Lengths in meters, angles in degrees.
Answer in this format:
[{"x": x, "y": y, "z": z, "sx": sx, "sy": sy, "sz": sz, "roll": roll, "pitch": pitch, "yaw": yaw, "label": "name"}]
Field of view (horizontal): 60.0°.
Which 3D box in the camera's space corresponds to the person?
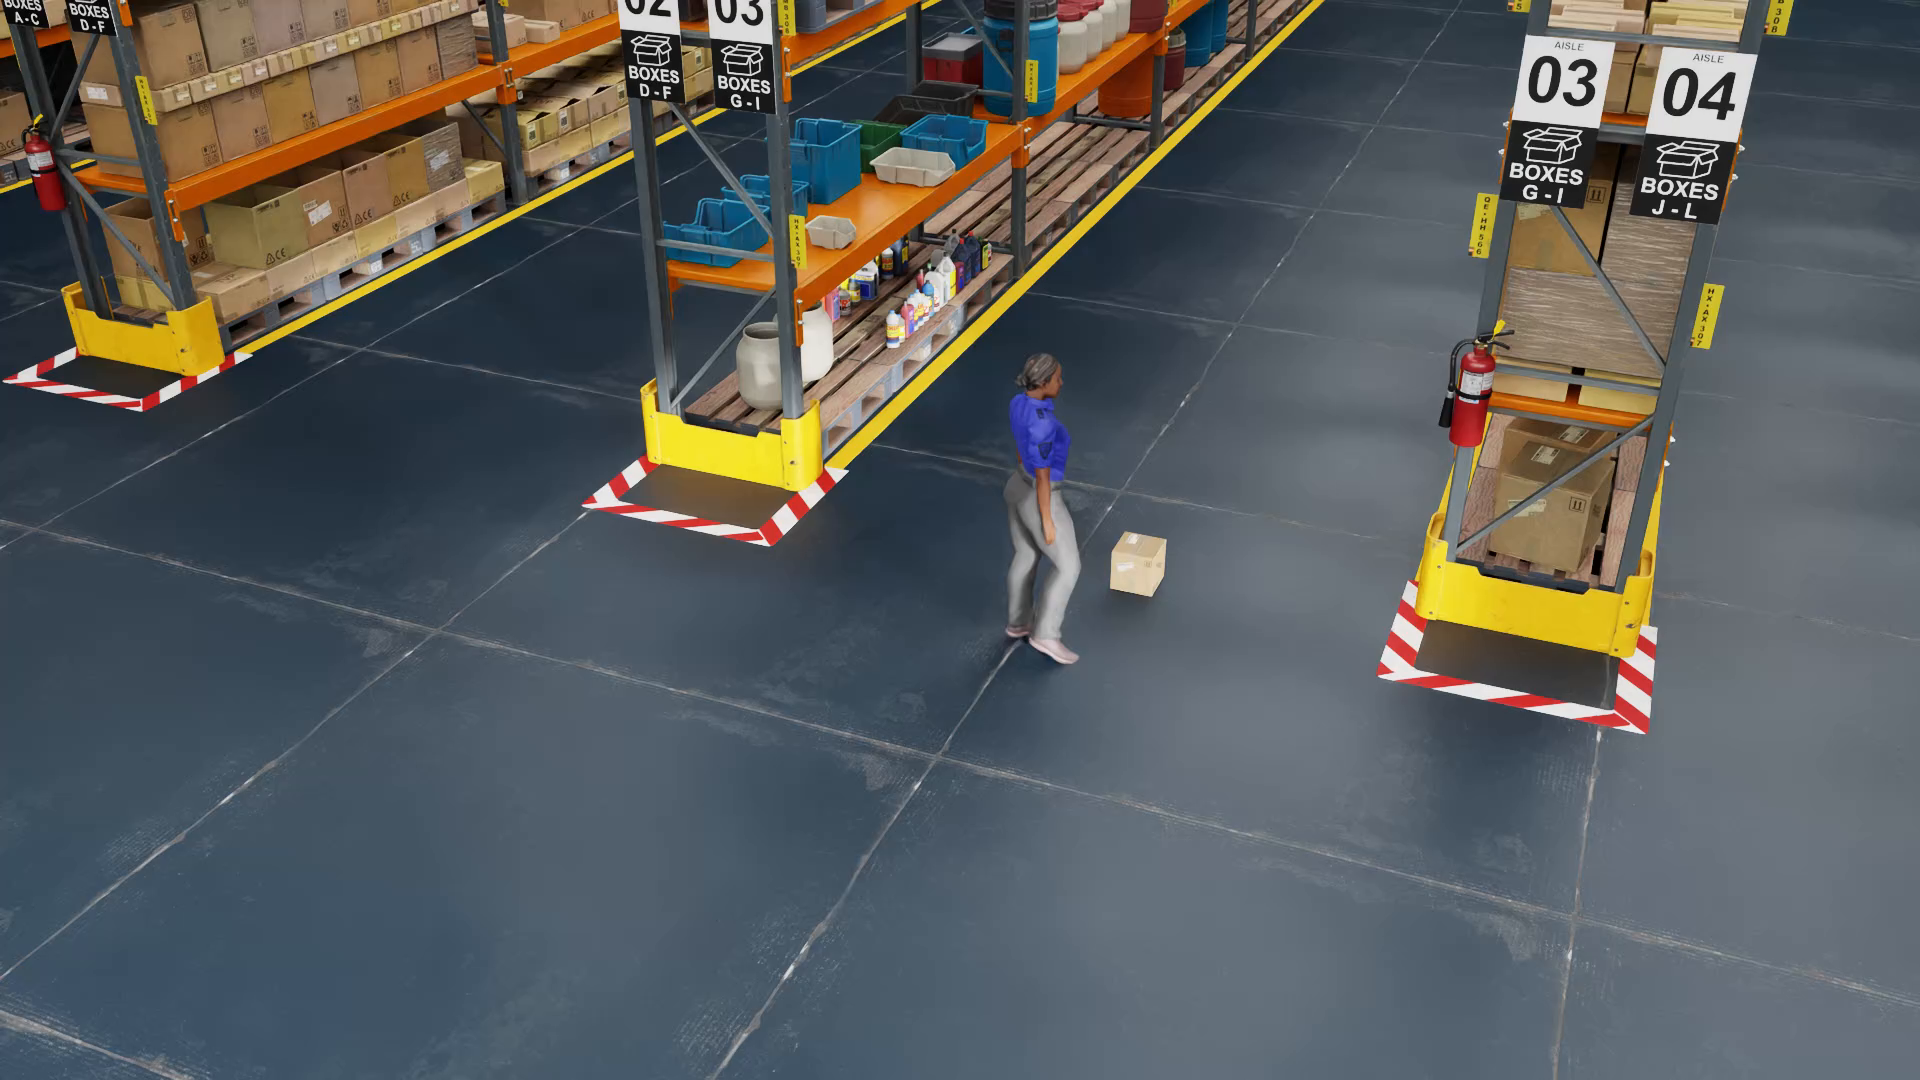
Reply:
[{"x": 0.437, "y": -0.166, "z": 8.708, "sx": 0.344, "sy": 1.703, "sz": 0.555, "roll": -10, "pitch": 31, "yaw": -17, "label": "person"}]
